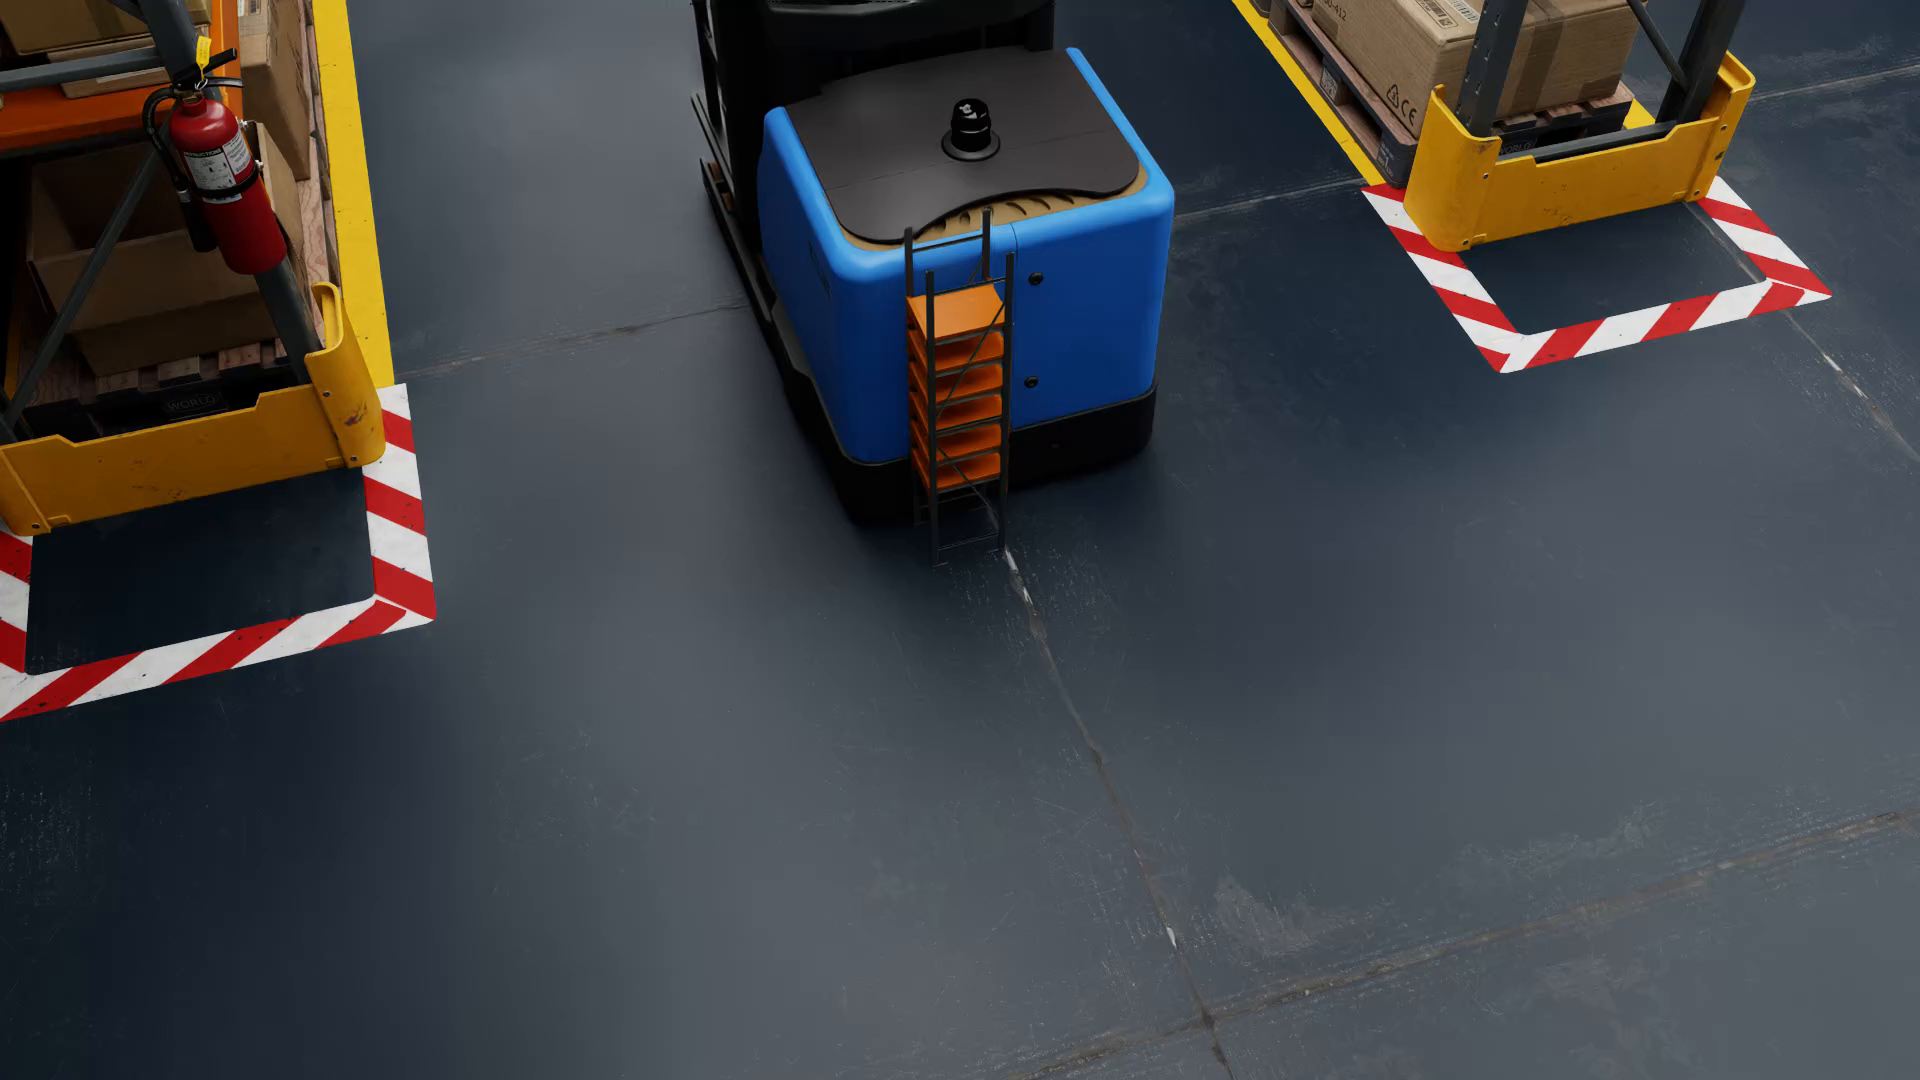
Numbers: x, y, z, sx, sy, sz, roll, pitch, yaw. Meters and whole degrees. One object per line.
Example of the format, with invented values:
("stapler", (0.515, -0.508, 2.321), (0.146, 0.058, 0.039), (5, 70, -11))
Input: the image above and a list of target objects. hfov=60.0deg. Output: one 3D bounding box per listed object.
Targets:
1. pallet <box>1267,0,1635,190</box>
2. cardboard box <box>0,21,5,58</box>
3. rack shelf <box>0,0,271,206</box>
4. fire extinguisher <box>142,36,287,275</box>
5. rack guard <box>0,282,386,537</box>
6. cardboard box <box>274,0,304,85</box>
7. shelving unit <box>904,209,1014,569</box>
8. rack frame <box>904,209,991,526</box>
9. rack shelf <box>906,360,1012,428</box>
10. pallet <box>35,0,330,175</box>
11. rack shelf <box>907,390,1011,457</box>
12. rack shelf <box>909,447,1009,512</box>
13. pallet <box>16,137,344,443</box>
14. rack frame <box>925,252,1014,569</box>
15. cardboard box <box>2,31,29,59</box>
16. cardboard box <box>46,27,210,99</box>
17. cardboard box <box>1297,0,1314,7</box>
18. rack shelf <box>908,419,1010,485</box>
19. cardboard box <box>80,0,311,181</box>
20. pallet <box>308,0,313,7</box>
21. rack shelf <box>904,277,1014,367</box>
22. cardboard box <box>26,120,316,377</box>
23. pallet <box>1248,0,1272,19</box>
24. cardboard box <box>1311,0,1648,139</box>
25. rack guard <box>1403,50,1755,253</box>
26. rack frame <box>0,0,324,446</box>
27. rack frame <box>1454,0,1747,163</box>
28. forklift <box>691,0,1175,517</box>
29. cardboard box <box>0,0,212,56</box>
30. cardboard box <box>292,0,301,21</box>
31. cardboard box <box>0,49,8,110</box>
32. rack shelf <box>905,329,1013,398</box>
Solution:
("pallet", (1.958, -1.959, 6.763), (1.003, 0.211, 1.213), (-13, 51, -11))
("cardboard box", (-2.861, -1.490, 4.448), (0.500, 0.250, 0.500), (-12, 51, -10))
("rack shelf", (-3.063, -2.395, 5.778), (1.077, 0.370, 4.000), (-13, 51, -11))
("fire extinguisher", (-1.987, -1.018, 4.441), (0.296, 0.674, 0.183), (-13, 51, -11))
("rack guard", (-2.494, -0.416, 5.274), (1.175, 0.500, 0.348), (-13, 51, -11))
("cardboard box", (-2.838, -2.006, 6.339), (0.500, 0.500, 0.500), (-12, 51, -10))
("shelving unit", (-0.004, -0.395, 4.799), (0.258, 1.200, 0.189), (-15, 51, -12))
("rack frame", (-0.033, -0.462, 4.854), (0.240, 1.200, 0.006), (-15, 51, -12))
("rack shelf", (-0.004, -0.444, 4.741), (0.258, 0.103, 0.180), (-15, 51, -12))
("pallet", (-3.088, -1.794, 6.625), (1.003, 0.211, 1.213), (-13, 51, -11))
("rack shelf", (-0.004, -0.367, 4.833), (0.258, 0.103, 0.180), (-15, 51, -12))
("rack shelf", (-0.004, -0.212, 5.016), (0.258, 0.103, 0.180), (-15, 51, -12))
("pallet", (-2.731, -0.905, 5.875), (1.003, 0.211, 1.213), (-13, 51, -11))
("rack frame", (0.026, -0.329, 4.743), (0.240, 1.200, 0.006), (-15, 51, -12))
("cardboard box", (-2.842, -1.466, 4.688), (0.380, 0.149, 0.250), (-12, 51, -10))
("cardboard box", (-2.307, -1.388, 4.622), (0.380, 0.149, 0.250), (-14, 51, -11))
("cardboard box", (1.700, -2.727, 6.988), (0.875, 0.438, 0.875), (-12, 51, -10))
("rack shelf", (-0.004, -0.289, 4.924), (0.258, 0.103, 0.180), (-15, 51, -12))
("cardboard box", (-2.778, -1.597, 5.995), (0.700, 0.500, 0.500), (-11, 51, -9))
("pallet", (-3.452, -2.687, 7.377), (1.003, 0.211, 1.213), (-13, 51, -11))
("rack shelf", (-0.004, -0.599, 4.557), (0.258, 0.103, 0.180), (-15, 51, -12))
("cardboard box", (-2.562, -0.965, 5.460), (0.797, 0.503, 0.637), (-15, 52, -12))
("pallet", (1.601, -2.848, 7.513), (1.003, 0.211, 1.213), (-13, 51, -11))
("cardboard box", (1.978, -2.060, 6.426), (0.875, 0.438, 0.875), (-15, 51, -12))
("rack guard", (2.276, -1.468, 6.161), (1.175, 0.500, 0.348), (-13, 51, -11))
("rack frame", (-2.472, -1.166, 4.271), (1.000, 3.000, 0.127), (-13, 51, -11))
("rack frame", (2.269, -2.291, 5.220), (1.000, 3.000, 0.127), (-13, 51, -11))
("forklift", (-0.336, -2.171, 5.163), (1.130, 2.935, 3.031), (-15, 51, -12))
("cardboard box", (-2.348, -1.606, 4.546), (0.500, 0.250, 0.500), (-13, 51, -11))
("cardboard box", (-3.085, -2.355, 6.634), (0.700, 0.500, 0.500), (-15, 52, -12))
("cardboard box", (-2.826, -1.267, 4.520), (0.380, 0.149, 0.250), (-14, 51, -11))
("rack shelf", (-0.004, -0.521, 4.649), (0.258, 0.103, 0.180), (-15, 51, -12))
